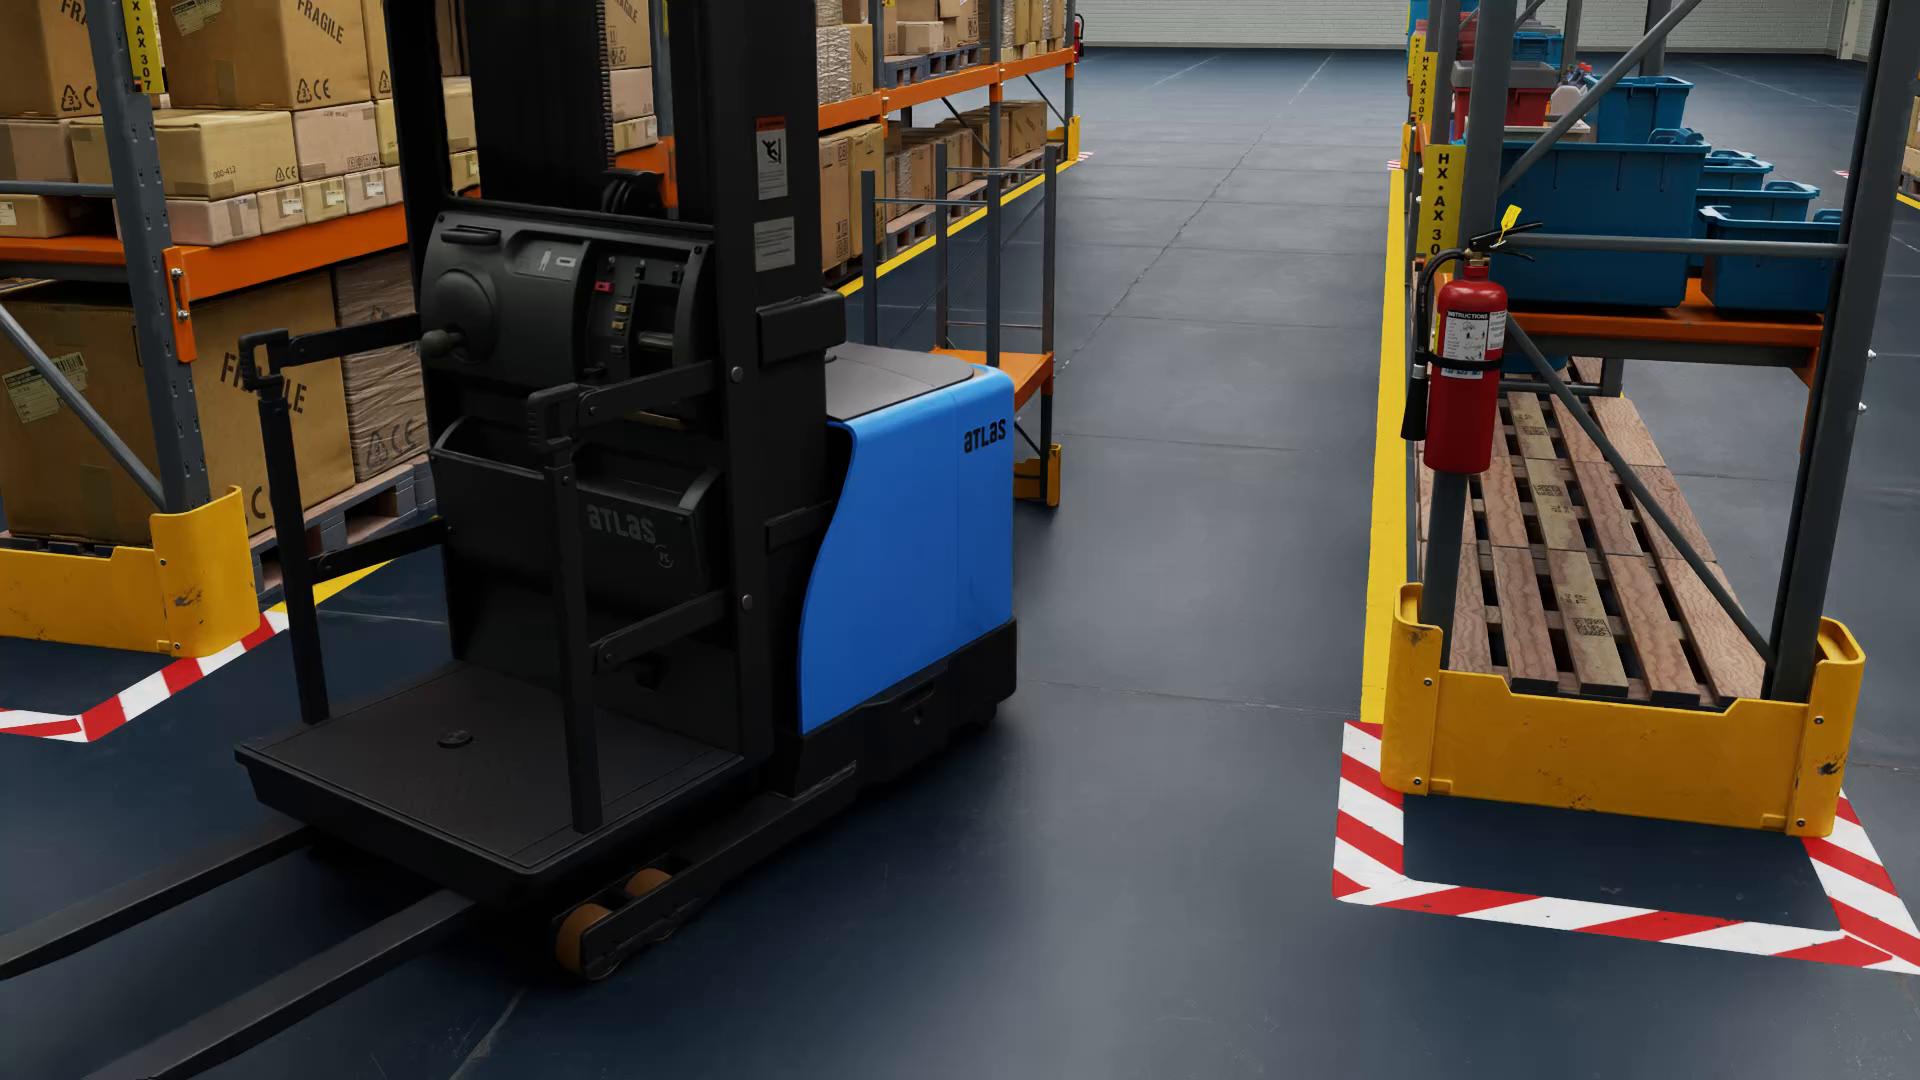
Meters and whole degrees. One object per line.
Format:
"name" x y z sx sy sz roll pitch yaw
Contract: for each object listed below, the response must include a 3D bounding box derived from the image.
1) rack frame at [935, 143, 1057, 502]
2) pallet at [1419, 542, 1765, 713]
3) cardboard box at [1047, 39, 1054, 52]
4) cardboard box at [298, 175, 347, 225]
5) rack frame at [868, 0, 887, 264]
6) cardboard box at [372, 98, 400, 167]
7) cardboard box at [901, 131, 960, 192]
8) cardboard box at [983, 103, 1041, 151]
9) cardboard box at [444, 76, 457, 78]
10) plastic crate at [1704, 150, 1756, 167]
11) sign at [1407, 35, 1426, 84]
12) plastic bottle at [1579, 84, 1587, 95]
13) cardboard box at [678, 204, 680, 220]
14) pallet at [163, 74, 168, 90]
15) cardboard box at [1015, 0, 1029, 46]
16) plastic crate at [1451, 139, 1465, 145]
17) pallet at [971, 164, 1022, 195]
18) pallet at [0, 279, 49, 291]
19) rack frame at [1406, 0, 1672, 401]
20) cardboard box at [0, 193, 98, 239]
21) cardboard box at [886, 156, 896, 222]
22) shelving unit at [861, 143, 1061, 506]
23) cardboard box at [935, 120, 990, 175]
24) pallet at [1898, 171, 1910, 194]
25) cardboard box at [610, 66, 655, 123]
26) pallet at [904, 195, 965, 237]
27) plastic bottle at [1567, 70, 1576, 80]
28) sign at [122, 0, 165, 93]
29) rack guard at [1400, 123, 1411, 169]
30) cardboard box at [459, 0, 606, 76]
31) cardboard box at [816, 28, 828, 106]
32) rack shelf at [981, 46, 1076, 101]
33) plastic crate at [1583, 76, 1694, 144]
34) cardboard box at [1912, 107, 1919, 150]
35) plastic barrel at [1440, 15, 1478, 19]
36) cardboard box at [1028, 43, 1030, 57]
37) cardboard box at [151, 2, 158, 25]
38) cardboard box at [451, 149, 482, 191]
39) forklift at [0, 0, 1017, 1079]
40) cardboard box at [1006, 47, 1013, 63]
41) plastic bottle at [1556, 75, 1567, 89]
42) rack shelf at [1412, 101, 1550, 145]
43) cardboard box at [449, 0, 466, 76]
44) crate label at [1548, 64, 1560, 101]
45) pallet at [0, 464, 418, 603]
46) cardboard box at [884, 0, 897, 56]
"rack frame" 0.145 -0.896 6.990 0.500 1.500 0.032 5 19 13
"pallet" 2.015 0.327 5.403 1.003 0.211 1.213 5 19 13
"cardboard box" 0.864 -5.681 19.066 0.380 0.149 0.250 5 19 13
"cardboard box" -2.497 -1.255 6.110 0.380 0.149 0.250 4 19 12
"rack frame" -1.073 -3.635 12.690 1.000 3.000 0.127 5 19 13
"cardboard box" -2.401 -1.648 6.642 0.500 0.250 0.500 4 19 12
"cardboard box" -0.401 -3.576 15.702 0.700 0.500 0.500 5 19 13
"cardboard box" 0.600 -4.774 19.242 0.500 0.500 0.500 10 21 28
"cardboard box" -2.666 -2.007 7.694 0.500 0.250 0.500 5 20 15
"plastic crate" 2.550 -1.244 5.856 0.416 0.233 0.300 5 19 13
"sign" 3.195 -3.363 11.640 0.100 0.325 0.005 5 19 13
"plastic bottle" 3.518 -2.410 9.294 0.152 0.276 0.135 5 19 13
"cardboard box" -1.913 -1.777 9.887 1.225 0.875 0.875 5 19 14
"pallet" -5.928 -3.736 13.282 1.213 0.211 1.003 5 19 13
"cardboard box" 0.231 -5.367 17.146 0.875 0.500 0.500 5 19 13
"plastic crate" 2.029 -1.350 6.165 0.416 0.233 0.300 5 19 13
"pallet" 0.035 -3.783 17.436 1.003 0.211 1.213 5 19 13
"pallet" -6.646 -1.730 11.425 1.003 0.211 1.213 5 19 13
"rack frame" 2.753 -1.991 7.875 1.000 3.000 0.127 5 19 13
"cardboard box" -3.259 -1.147 5.793 0.380 0.149 0.250 5 19 14
"cardboard box" -0.928 -2.872 13.643 0.700 0.500 0.500 4 19 10
"shelving unit" 0.019 -0.734 6.515 0.587 1.500 1.083 5 19 13
"cardboard box" 0.041 -4.027 17.055 0.500 0.500 0.500 4 19 12
"pallet" 10.341 -3.797 17.477 1.003 0.211 1.213 5 19 13
"cardboard box" -1.903 -2.292 8.530 0.500 0.250 0.500 4 19 12
"pallet" -0.580 -2.942 14.974 1.003 0.211 1.213 5 19 13
"plastic bottle" 3.895 -2.855 10.604 0.097 0.271 0.097 0 19 0
"sign" -2.491 -1.529 5.063 0.100 0.325 0.005 5 19 13
"rack guard" 5.712 -4.541 19.210 1.175 0.500 0.348 5 19 13
"cardboard box" -2.029 -2.484 7.932 0.500 0.500 0.500 5 19 14
"cardboard box" -1.204 -3.190 11.231 0.500 0.500 0.500 4 19 12
"rack shelf" 0.393 -5.176 18.313 1.077 0.370 4.000 5 19 13
"plastic crate" 2.970 -1.838 7.360 0.392 0.384 0.575 5 19 13
"cardboard box" 9.910 -4.147 16.631 0.500 0.500 0.500 5 19 13
"plastic barrel" 3.976 -3.914 13.296 0.433 0.535 0.433 0 19 0
"cardboard box" 0.530 -5.208 17.682 0.380 0.149 0.250 5 19 13
"cardboard box" -5.915 -3.744 11.826 0.380 0.149 0.250 5 20 15
"cardboard box" -2.246 -1.577 7.051 0.380 0.149 0.250 4 19 12
"forklift" -1.081 -0.567 3.812 1.130 2.935 3.031 13 23 33
"cardboard box" 0.323 -4.891 16.756 0.380 0.149 0.250 5 19 13
"plastic bottle" 3.581 -2.624 9.909 0.061 0.283 0.133 5 19 13
"rack shelf" 4.219 -3.531 13.497 1.077 0.370 4.000 5 19 13
"cardboard box" -2.543 -2.523 8.044 0.500 0.500 0.500 5 19 13
"crate label" 4.197 -3.268 11.872 0.303 0.233 0.416 5 19 13
"pallet" -2.908 -0.065 6.552 1.003 0.211 1.213 5 19 13
"cardboard box" -0.940 -4.237 13.647 0.700 0.500 0.500 8 20 21
